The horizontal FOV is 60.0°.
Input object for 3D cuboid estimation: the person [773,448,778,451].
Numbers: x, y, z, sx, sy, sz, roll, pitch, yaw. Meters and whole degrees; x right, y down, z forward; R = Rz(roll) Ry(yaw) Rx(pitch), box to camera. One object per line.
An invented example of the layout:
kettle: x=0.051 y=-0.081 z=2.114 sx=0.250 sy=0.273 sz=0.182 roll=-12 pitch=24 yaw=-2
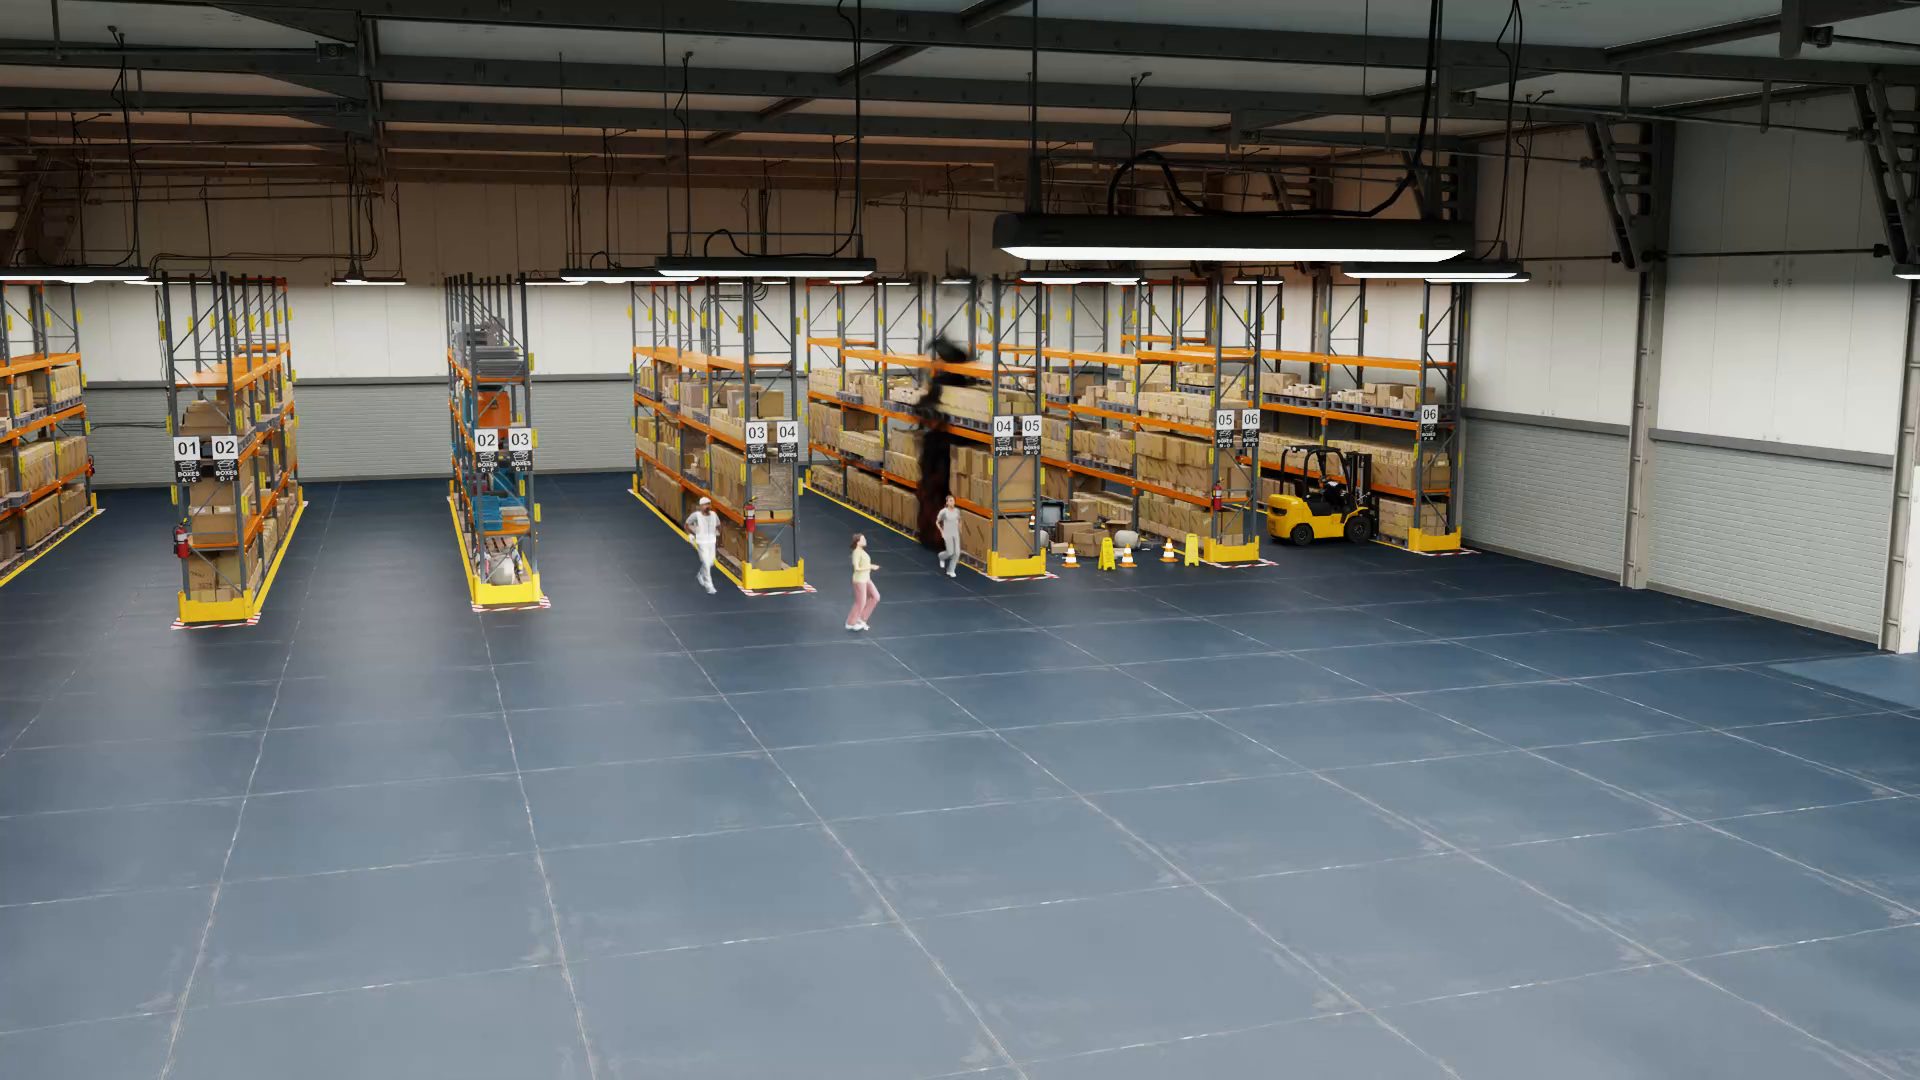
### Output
person: x=-4.939 y=-2.067 z=46.219 sx=0.589 sy=1.768 sz=0.717 roll=-3 pitch=9 yaw=-17

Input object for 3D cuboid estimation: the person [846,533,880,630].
person: x=-1.629 y=0.707 z=27.922 sx=0.607 sy=1.667 sz=0.562 roll=2 pitch=9 yaw=11

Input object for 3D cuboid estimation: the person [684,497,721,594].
person: x=-4.854 y=0.074 z=31.656 sx=0.690 sy=1.798 sz=0.876 roll=-7 pitch=11 yaw=-37

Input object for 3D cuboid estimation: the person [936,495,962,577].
person: x=-0.211 y=-0.094 z=33.378 sx=0.573 sy=1.629 sz=0.573 roll=-4 pitch=10 yaw=-27

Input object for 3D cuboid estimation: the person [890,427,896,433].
person: x=-1.941 y=-2.446 z=48.424 sx=0.667 sy=1.706 sz=0.983 roll=-5 pitch=10 yaw=-28
